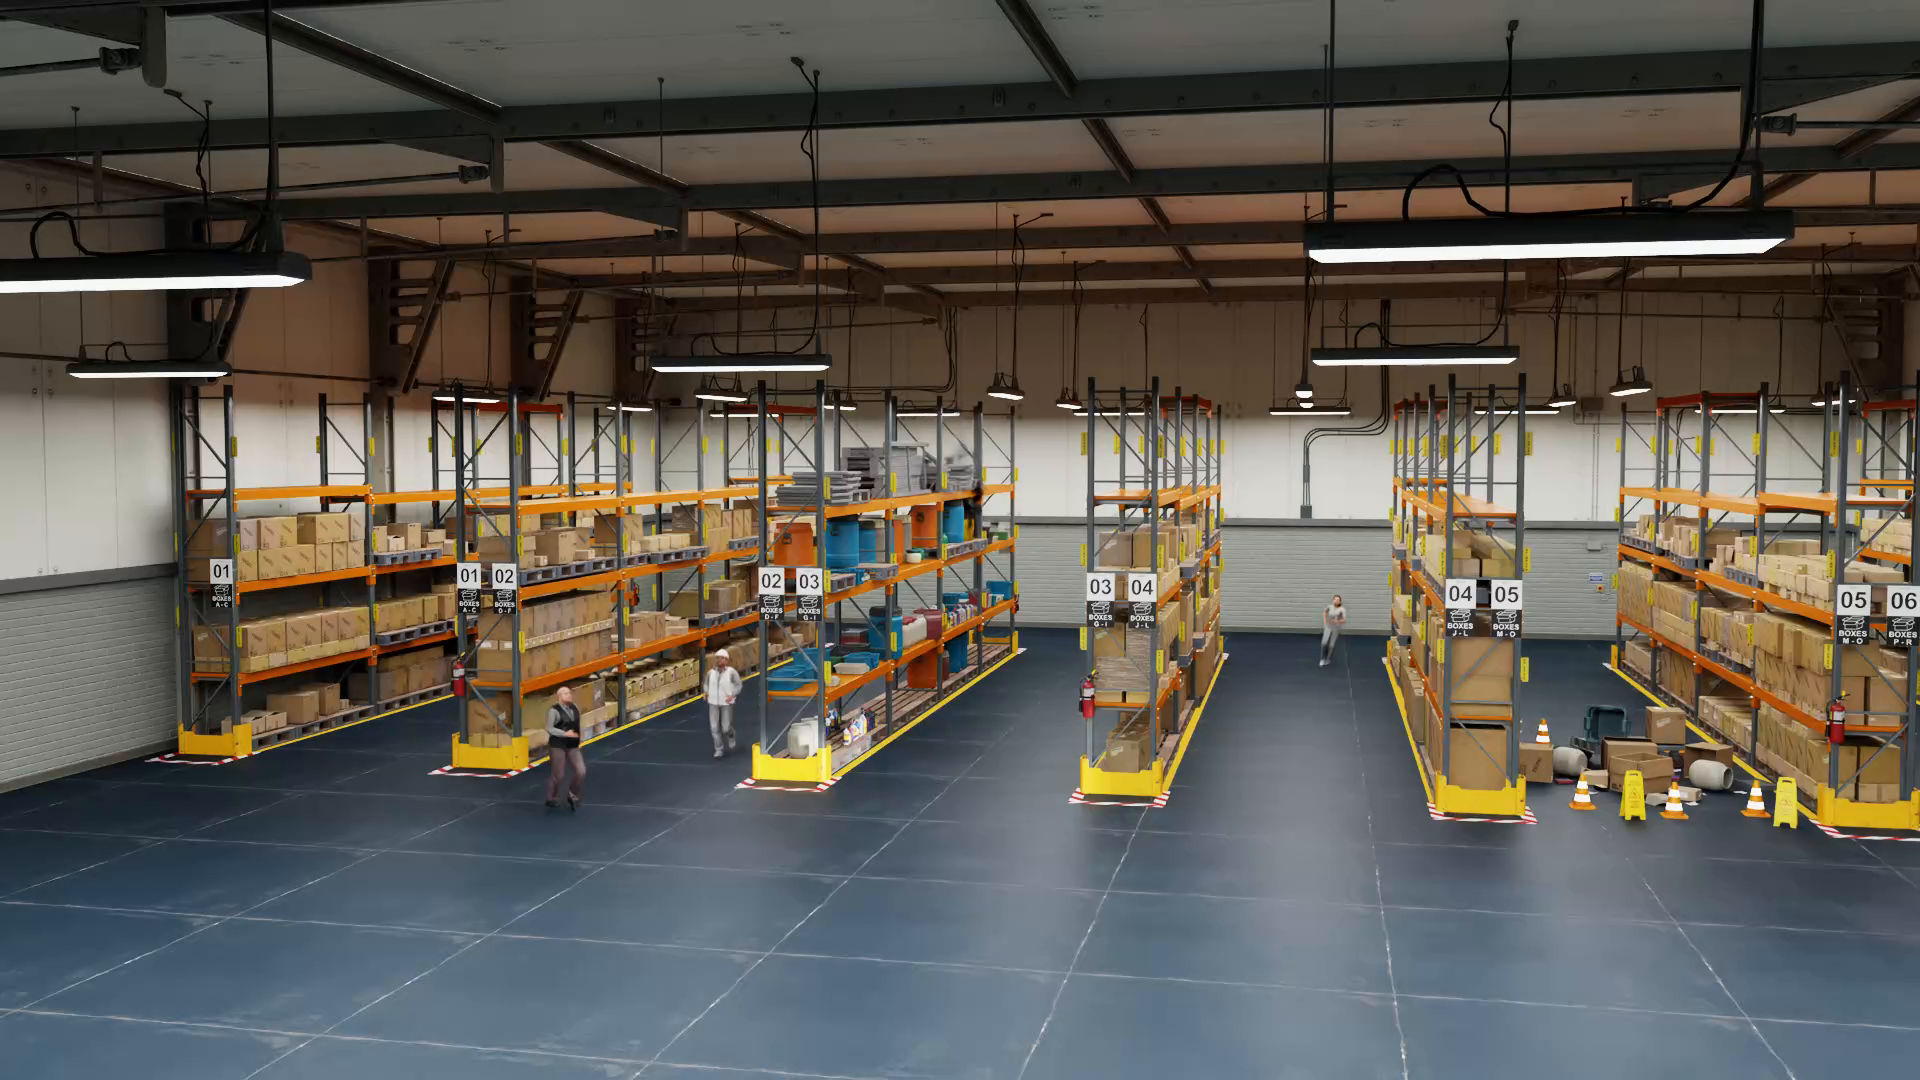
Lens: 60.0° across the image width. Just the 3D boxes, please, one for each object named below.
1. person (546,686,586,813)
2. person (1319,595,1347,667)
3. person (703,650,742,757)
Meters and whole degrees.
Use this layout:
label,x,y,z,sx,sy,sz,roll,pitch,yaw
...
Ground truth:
label,x,y,z,sx,sy,sz,roll,pitch,yaw
person,-5.390,2.890,22.777,0.731,1.777,0.672,3,4,40
person,8.522,2.066,37.900,0.596,1.666,0.649,1,3,22
person,-3.864,2.632,26.939,0.657,1.721,0.612,1,3,9
